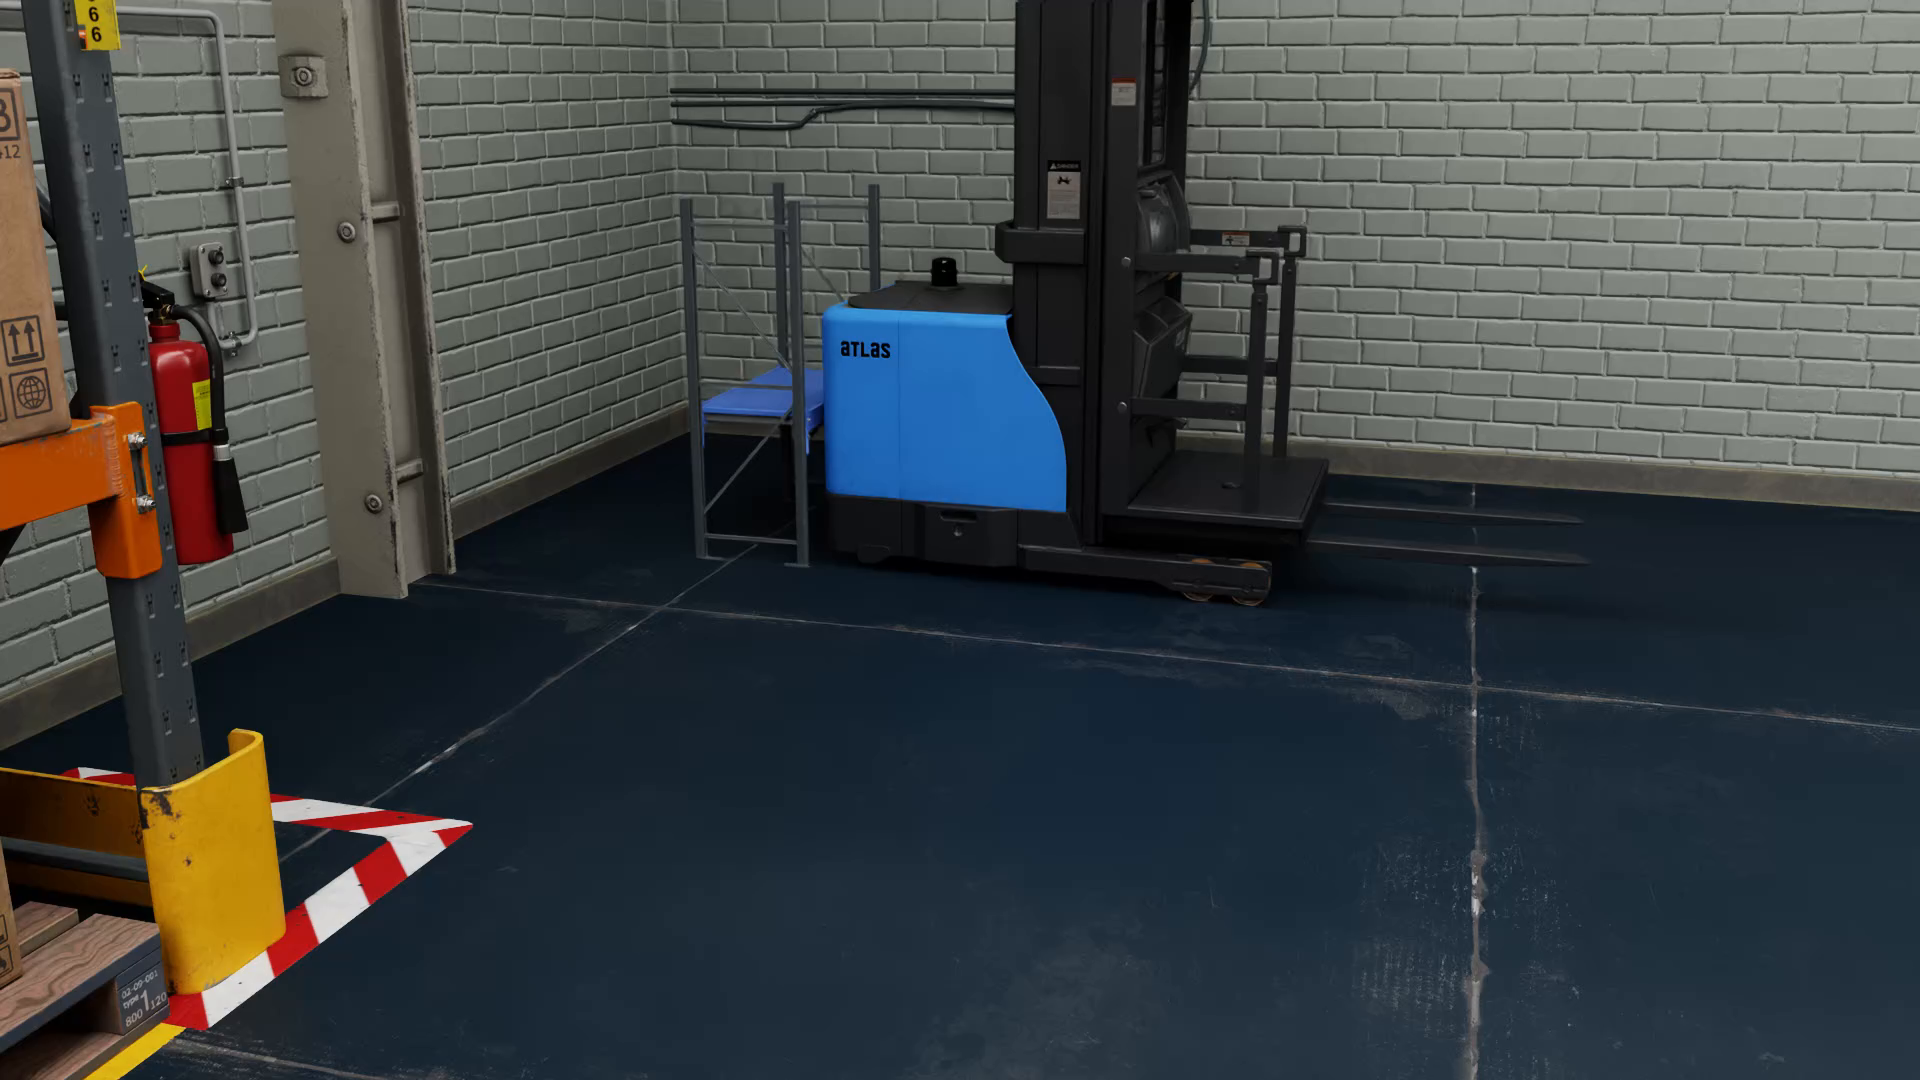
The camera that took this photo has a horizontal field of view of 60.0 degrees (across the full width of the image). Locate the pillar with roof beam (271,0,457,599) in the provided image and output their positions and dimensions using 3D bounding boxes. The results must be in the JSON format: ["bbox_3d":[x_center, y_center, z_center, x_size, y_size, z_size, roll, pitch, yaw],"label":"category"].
[{"bbox_3d":[1.845,-3.827,4.332,9.100,9.000,0.400,5,16,16],"label":"pillar with roof beam"}]

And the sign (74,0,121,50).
[{"bbox_3d":[-1.704,-1.127,3.249,0.100,0.325,0.005,5,16,16],"label":"sign"}]

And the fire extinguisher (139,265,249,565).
[{"bbox_3d":[-1.735,-0.289,3.675,0.296,0.674,0.183,5,16,16],"label":"fire extinguisher"}]

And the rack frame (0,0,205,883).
[{"bbox_3d":[-2.221,-0.502,3.601,1.000,3.000,0.127,5,16,16],"label":"rack frame"}]

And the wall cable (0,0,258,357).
[{"bbox_3d":[-2.764,-1.399,4.902,0.084,1.984,1.851,5,16,16],"label":"wall cable"}]

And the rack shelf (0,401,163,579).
[{"bbox_3d":[-2.789,0.368,1.854,1.077,0.370,4.000,5,16,16],"label":"rack shelf"}]

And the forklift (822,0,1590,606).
[{"bbox_3d":[1.001,-1.317,6.602,3.031,2.935,1.130,5,17,16],"label":"forklift"}]

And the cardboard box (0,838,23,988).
[{"bbox_3d":[-2.324,0.690,3.212,0.700,0.500,0.500,5,16,16],"label":"cardboard box"}]

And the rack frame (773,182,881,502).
[{"bbox_3d":[-0.608,-0.894,7.732,0.500,1.500,0.032,4,16,15],"label":"rack frame"}]

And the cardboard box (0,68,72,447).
[{"bbox_3d":[-2.356,-0.512,3.087,0.980,0.700,0.700,5,17,18],"label":"cardboard box"}]

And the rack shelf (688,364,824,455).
[{"bbox_3d":[-0.740,-0.587,7.309,0.538,0.185,1.000,4,16,15],"label":"rack shelf"}]

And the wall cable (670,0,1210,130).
[{"bbox_3d":[-0.271,-3.346,8.325,3.097,2.526,0.112,5,16,16],"label":"wall cable"}]

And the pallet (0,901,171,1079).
[{"bbox_3d":[-2.373,1.055,3.223,1.003,0.211,1.213,5,16,16],"label":"pallet"}]

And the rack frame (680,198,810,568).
[{"bbox_3d":[-0.873,-0.626,6.788,0.500,1.500,0.032,4,16,15],"label":"rack frame"}]

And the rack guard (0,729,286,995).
[{"bbox_3d":[-2.214,0.695,3.964,1.175,0.500,0.348,5,16,16],"label":"rack guard"}]

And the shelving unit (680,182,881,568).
[{"bbox_3d":[-0.740,-0.760,7.260,0.538,1.500,1.048,4,16,15],"label":"shelving unit"}]
